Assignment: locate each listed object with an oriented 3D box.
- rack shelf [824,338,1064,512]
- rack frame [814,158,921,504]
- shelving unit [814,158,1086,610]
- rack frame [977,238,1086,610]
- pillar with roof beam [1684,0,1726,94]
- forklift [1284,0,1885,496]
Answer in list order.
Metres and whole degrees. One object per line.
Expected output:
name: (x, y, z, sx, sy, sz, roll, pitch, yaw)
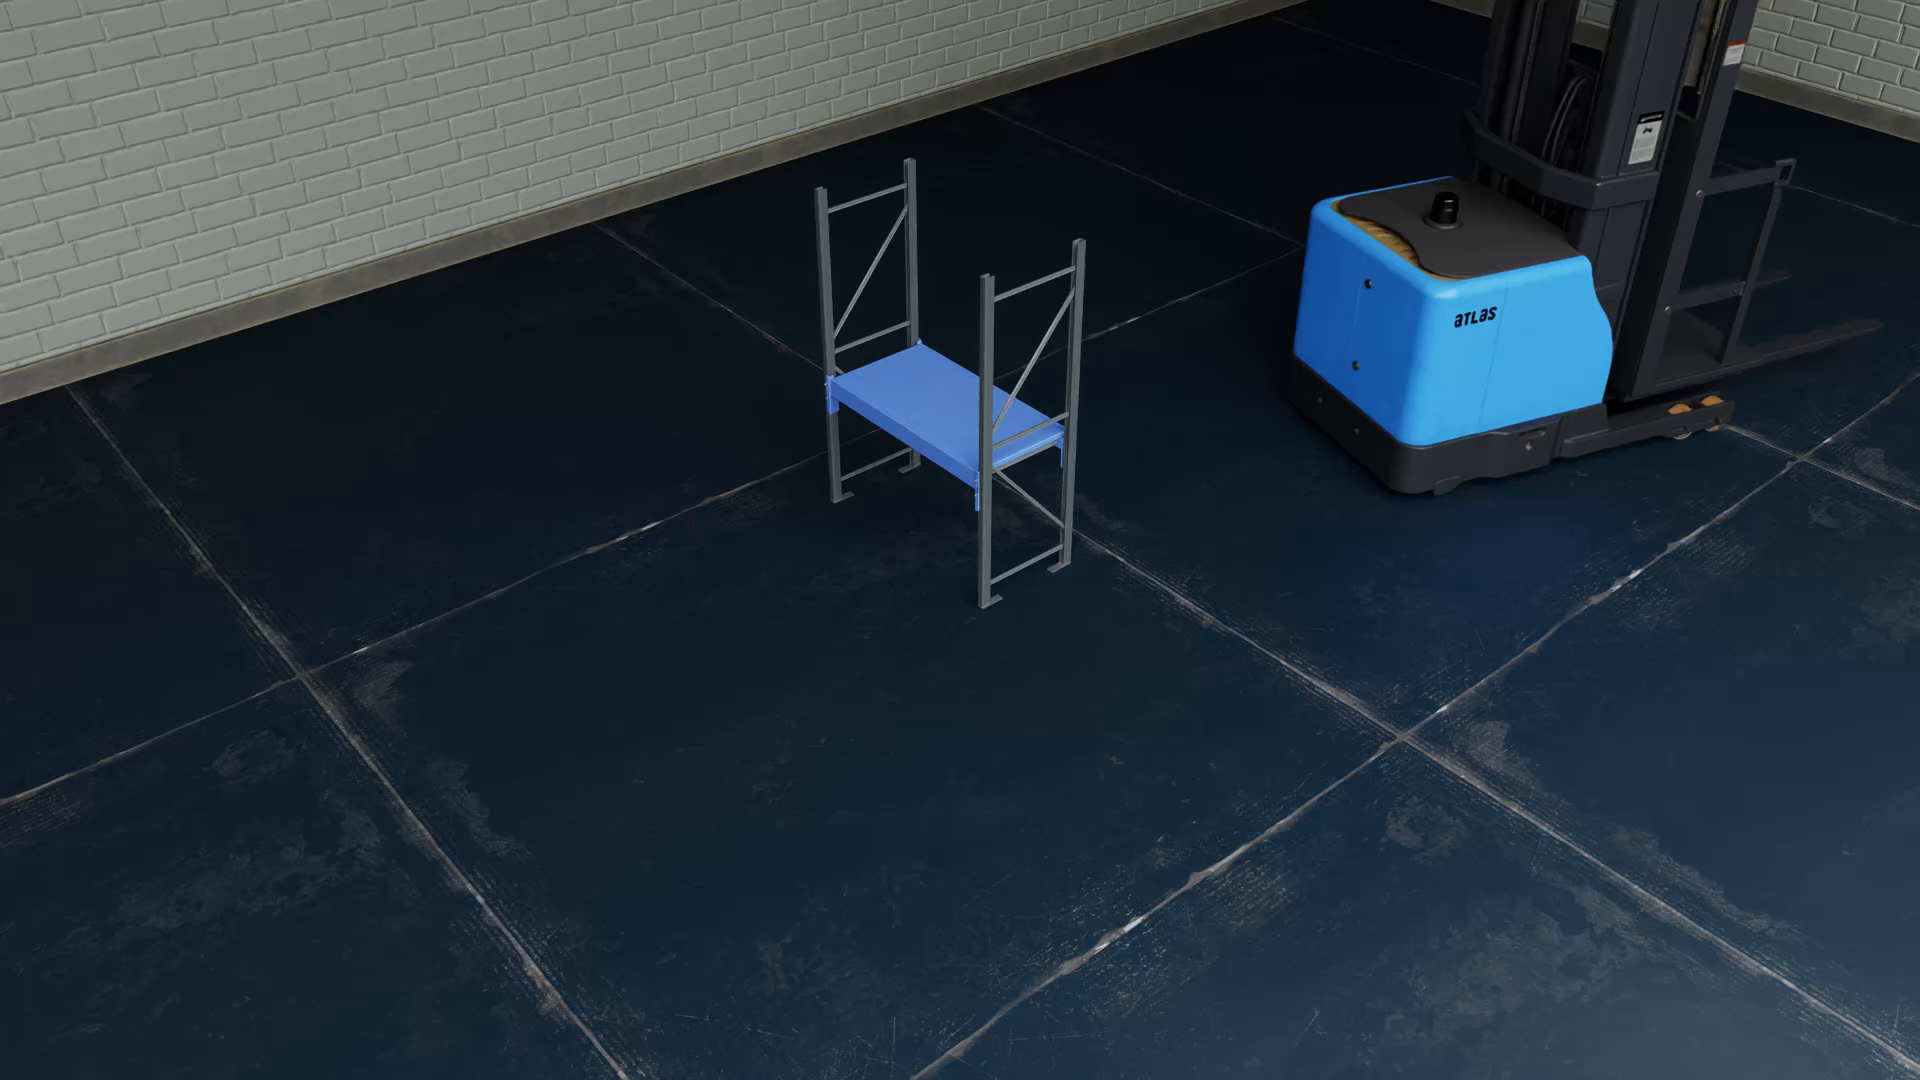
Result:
rack shelf: (-0.055, -0.503, 6.974, 0.538, 0.185, 1.000, -26, 43, -32)
rack frame: (-0.383, -0.874, 7.187, 0.500, 1.500, 0.032, -26, 43, -32)
shelving unit: (-0.055, -0.650, 6.870, 0.538, 1.500, 1.048, -26, 43, -32)
rack frame: (0.273, -0.425, 6.553, 0.500, 1.500, 0.032, -26, 43, -32)
pillar with roof beam: (1.912, -5.332, 6.993, 9.100, 9.000, 0.400, -26, 43, -32)
forklift: (3.151, -1.942, 7.457, 3.031, 2.935, 1.130, -14, 38, -18)
